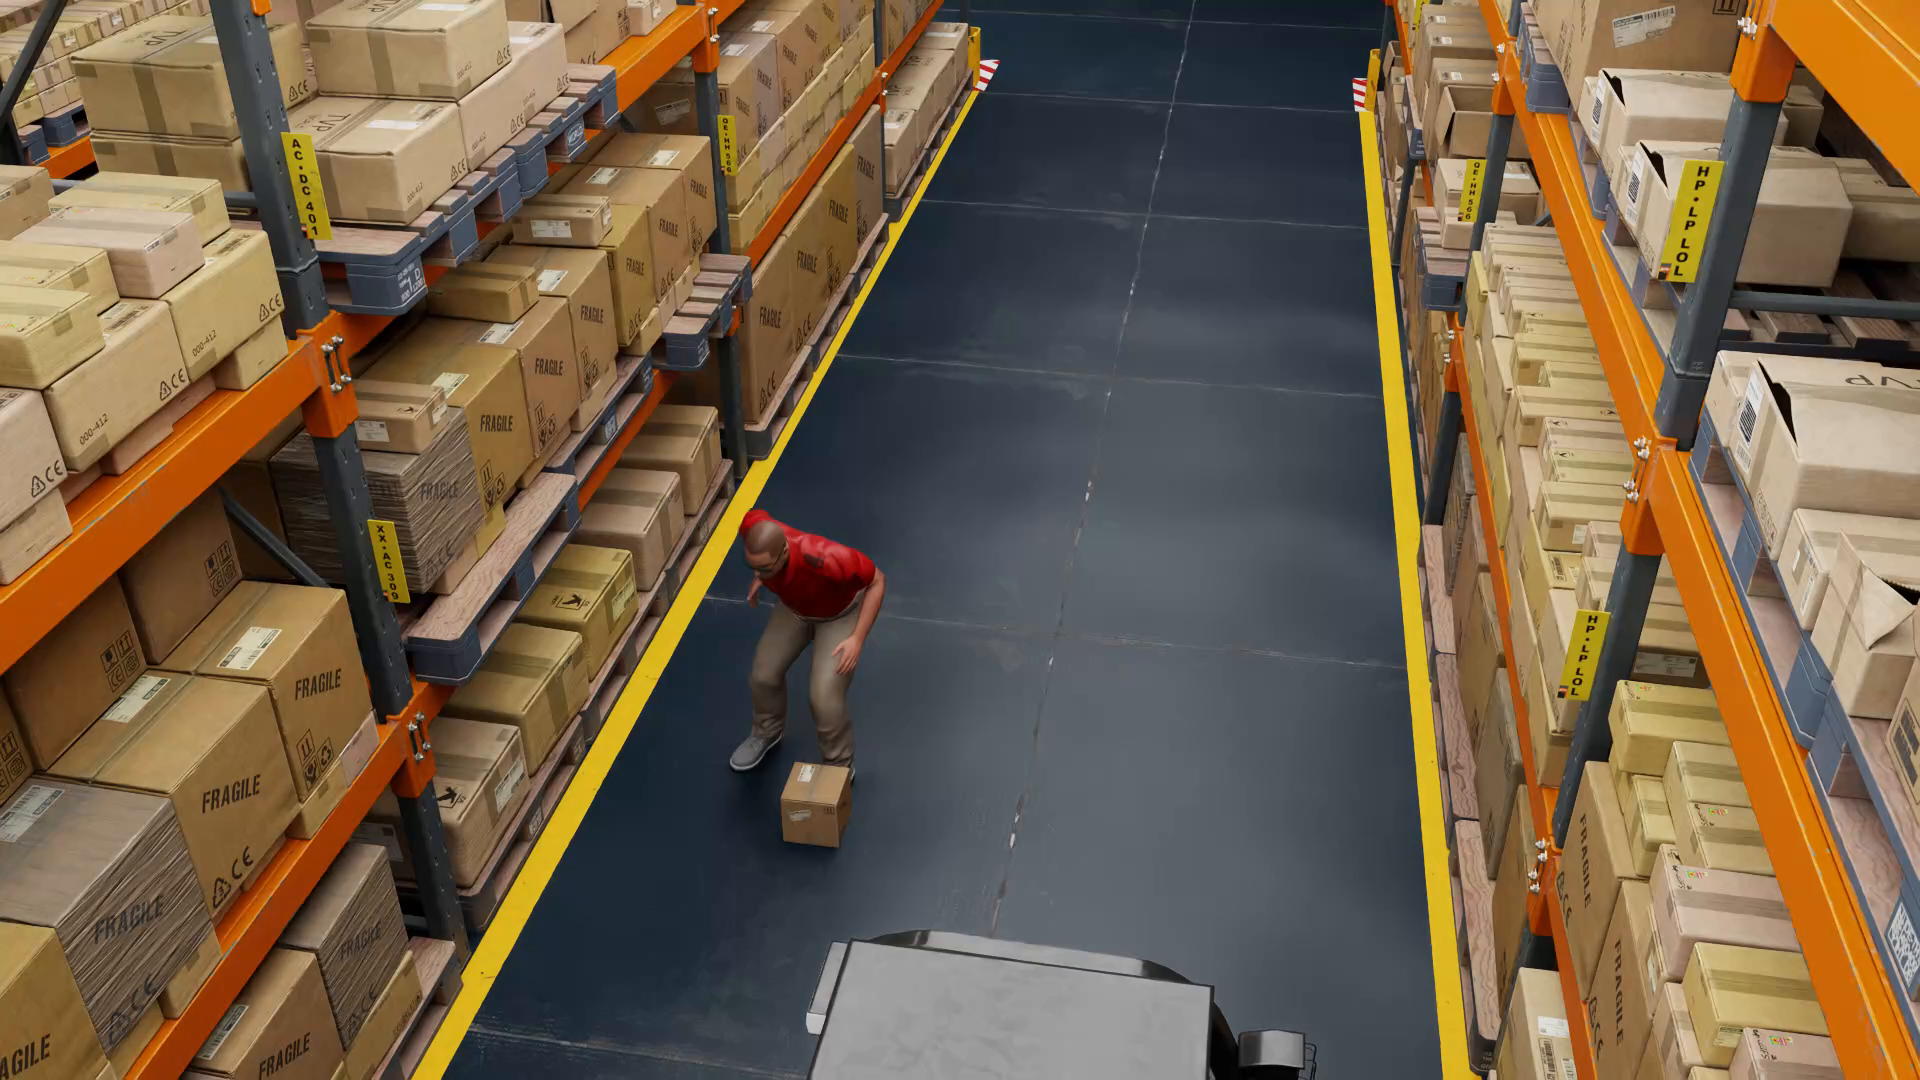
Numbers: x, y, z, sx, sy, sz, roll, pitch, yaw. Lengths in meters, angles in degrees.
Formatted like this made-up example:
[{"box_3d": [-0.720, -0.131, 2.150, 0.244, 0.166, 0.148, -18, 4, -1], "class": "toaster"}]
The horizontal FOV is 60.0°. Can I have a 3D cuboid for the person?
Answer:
[{"box_3d": [-0.683, 0.435, 7.304, 0.734, 1.485, 0.732, 16, 36, 24], "class": "person"}]
